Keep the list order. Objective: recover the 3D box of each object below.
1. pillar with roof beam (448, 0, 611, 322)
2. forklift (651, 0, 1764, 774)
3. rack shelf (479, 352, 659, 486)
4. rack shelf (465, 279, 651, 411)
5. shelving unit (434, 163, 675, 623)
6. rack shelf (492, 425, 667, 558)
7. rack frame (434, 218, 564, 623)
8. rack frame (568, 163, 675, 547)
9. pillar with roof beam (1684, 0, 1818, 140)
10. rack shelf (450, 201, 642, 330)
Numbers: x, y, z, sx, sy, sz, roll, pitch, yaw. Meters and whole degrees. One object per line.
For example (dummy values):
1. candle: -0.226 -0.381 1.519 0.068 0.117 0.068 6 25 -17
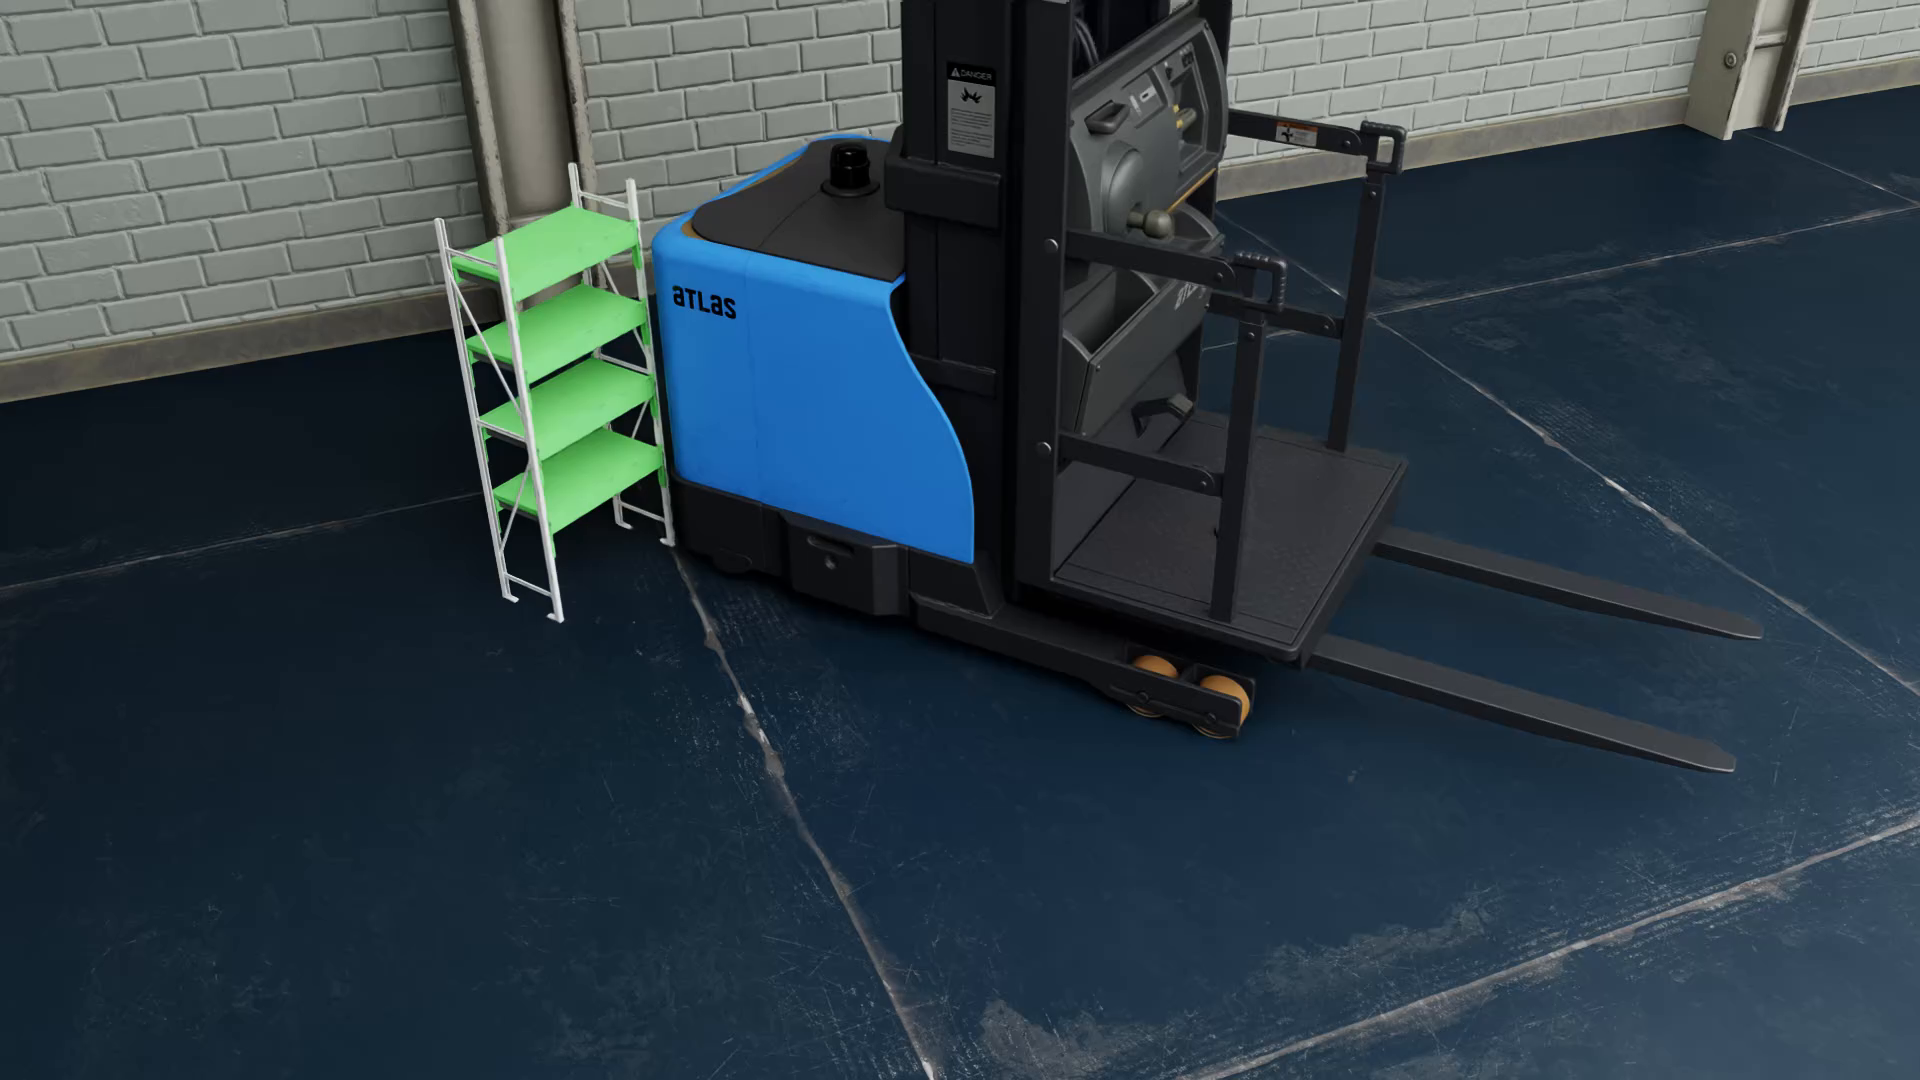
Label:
1. pillar with roof beam: 0.078 -2.461 0.781 0.400 9.000 9.100 -13 35 -19
2. forklift: 0.672 -1.031 4.147 3.031 2.935 1.130 16 36 23
3. rack shelf: -1.133 -0.357 4.815 0.258 0.148 0.480 20 38 27
4. rack shelf: -1.133 -0.558 4.684 0.258 0.148 0.480 20 38 27
5. shelving unit: -1.133 -0.410 4.780 0.258 1.200 0.503 20 38 27
6. rack shelf: -1.133 -0.156 4.946 0.258 0.148 0.480 20 38 27
7. rack frame: -1.268 -0.299 4.609 0.240 1.200 0.015 20 38 27
8. rack frame: -0.999 -0.521 4.951 0.240 1.200 0.015 20 38 27
9. pillar with roof beam: 5.611 -3.728 2.728 0.400 9.000 9.100 -13 35 -19
10. rack shelf: -1.133 -0.759 4.553 0.258 0.148 0.480 20 38 27
